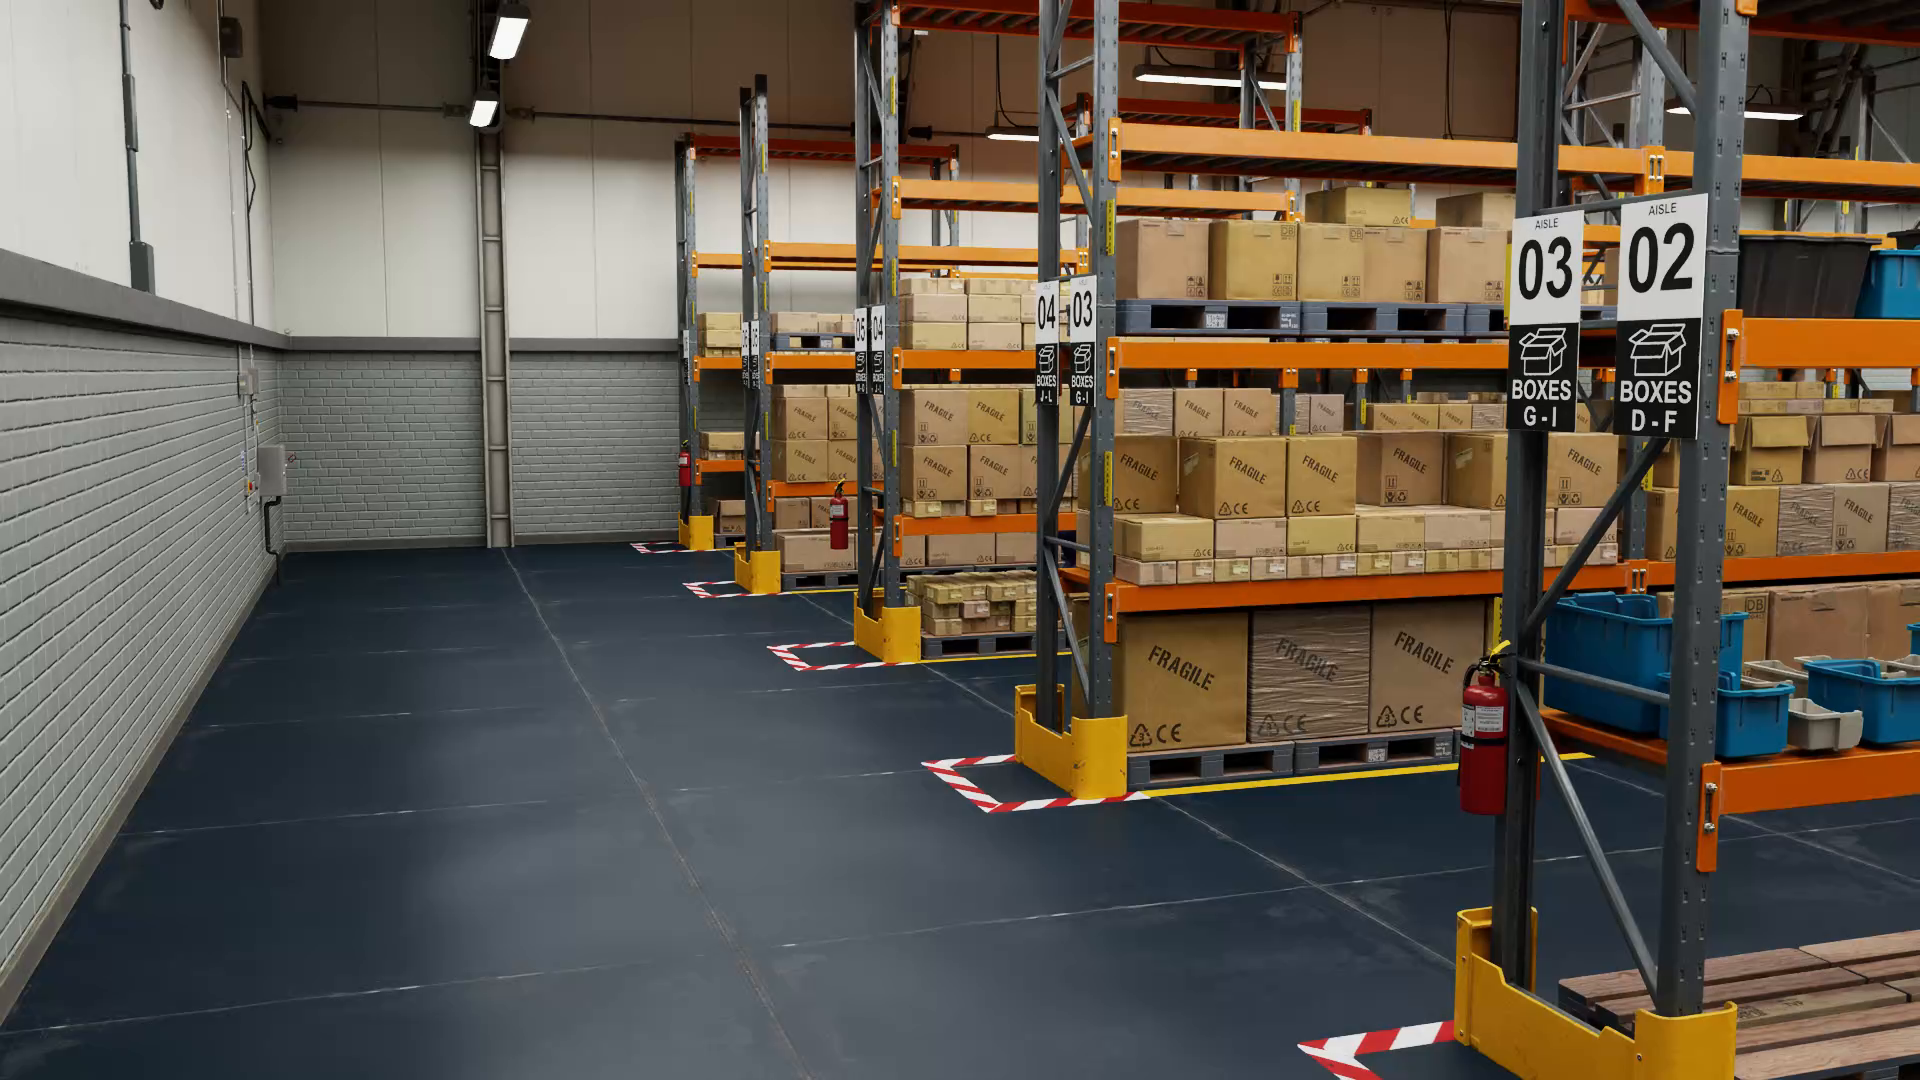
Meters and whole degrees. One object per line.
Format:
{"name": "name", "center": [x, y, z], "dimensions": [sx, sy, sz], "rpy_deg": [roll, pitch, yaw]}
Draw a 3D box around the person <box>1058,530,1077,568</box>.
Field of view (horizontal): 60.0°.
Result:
{"name": "person", "center": [1.293, -0.099, 18.737], "dimensions": [0.373, 1.636, 0.537], "rpy_deg": [-2, 6, -19]}
